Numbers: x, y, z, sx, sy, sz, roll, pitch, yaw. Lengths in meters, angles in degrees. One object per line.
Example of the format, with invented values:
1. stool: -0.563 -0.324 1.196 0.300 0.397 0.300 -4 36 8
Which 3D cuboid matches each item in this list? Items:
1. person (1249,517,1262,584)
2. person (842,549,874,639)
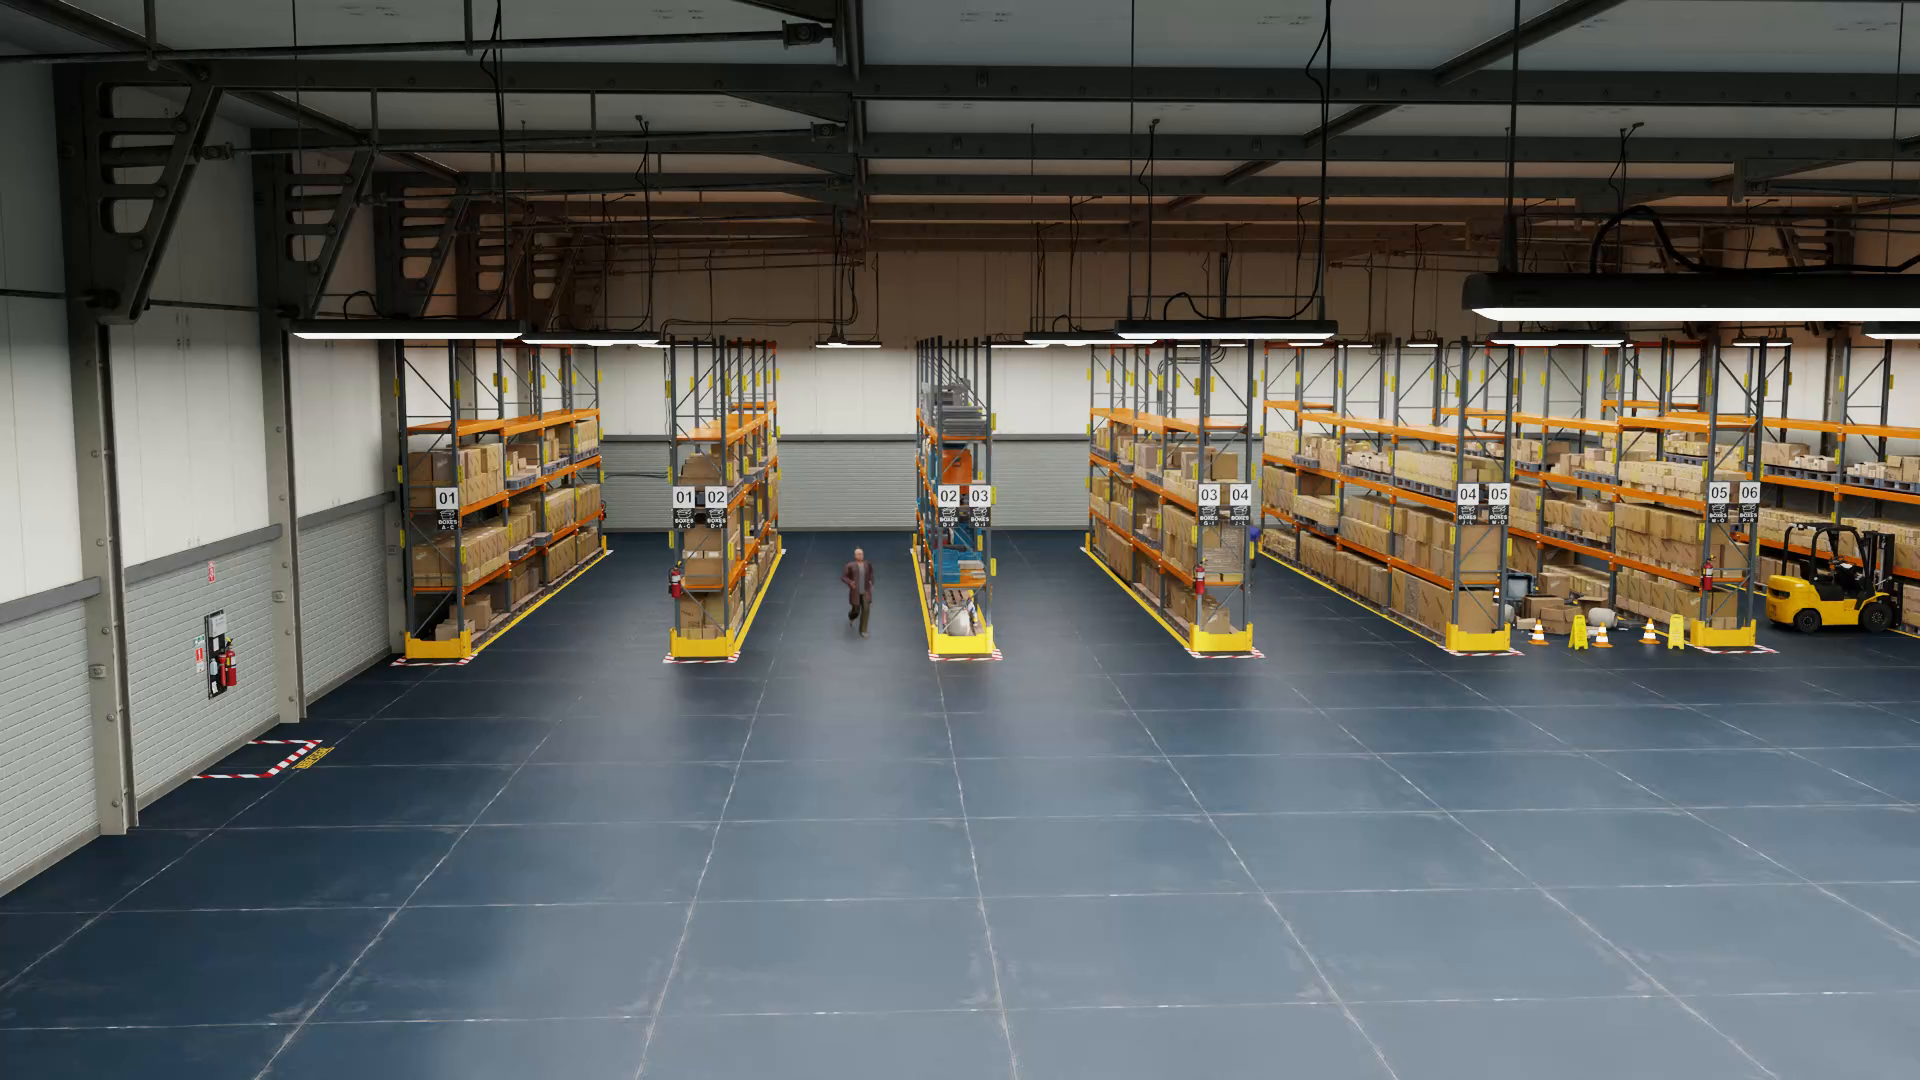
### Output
1. person: 7.139 0.238 41.029 0.578 1.635 0.865 -1 7 -6
2. person: -2.022 1.056 33.456 0.710 1.764 0.934 -2 7 -20
